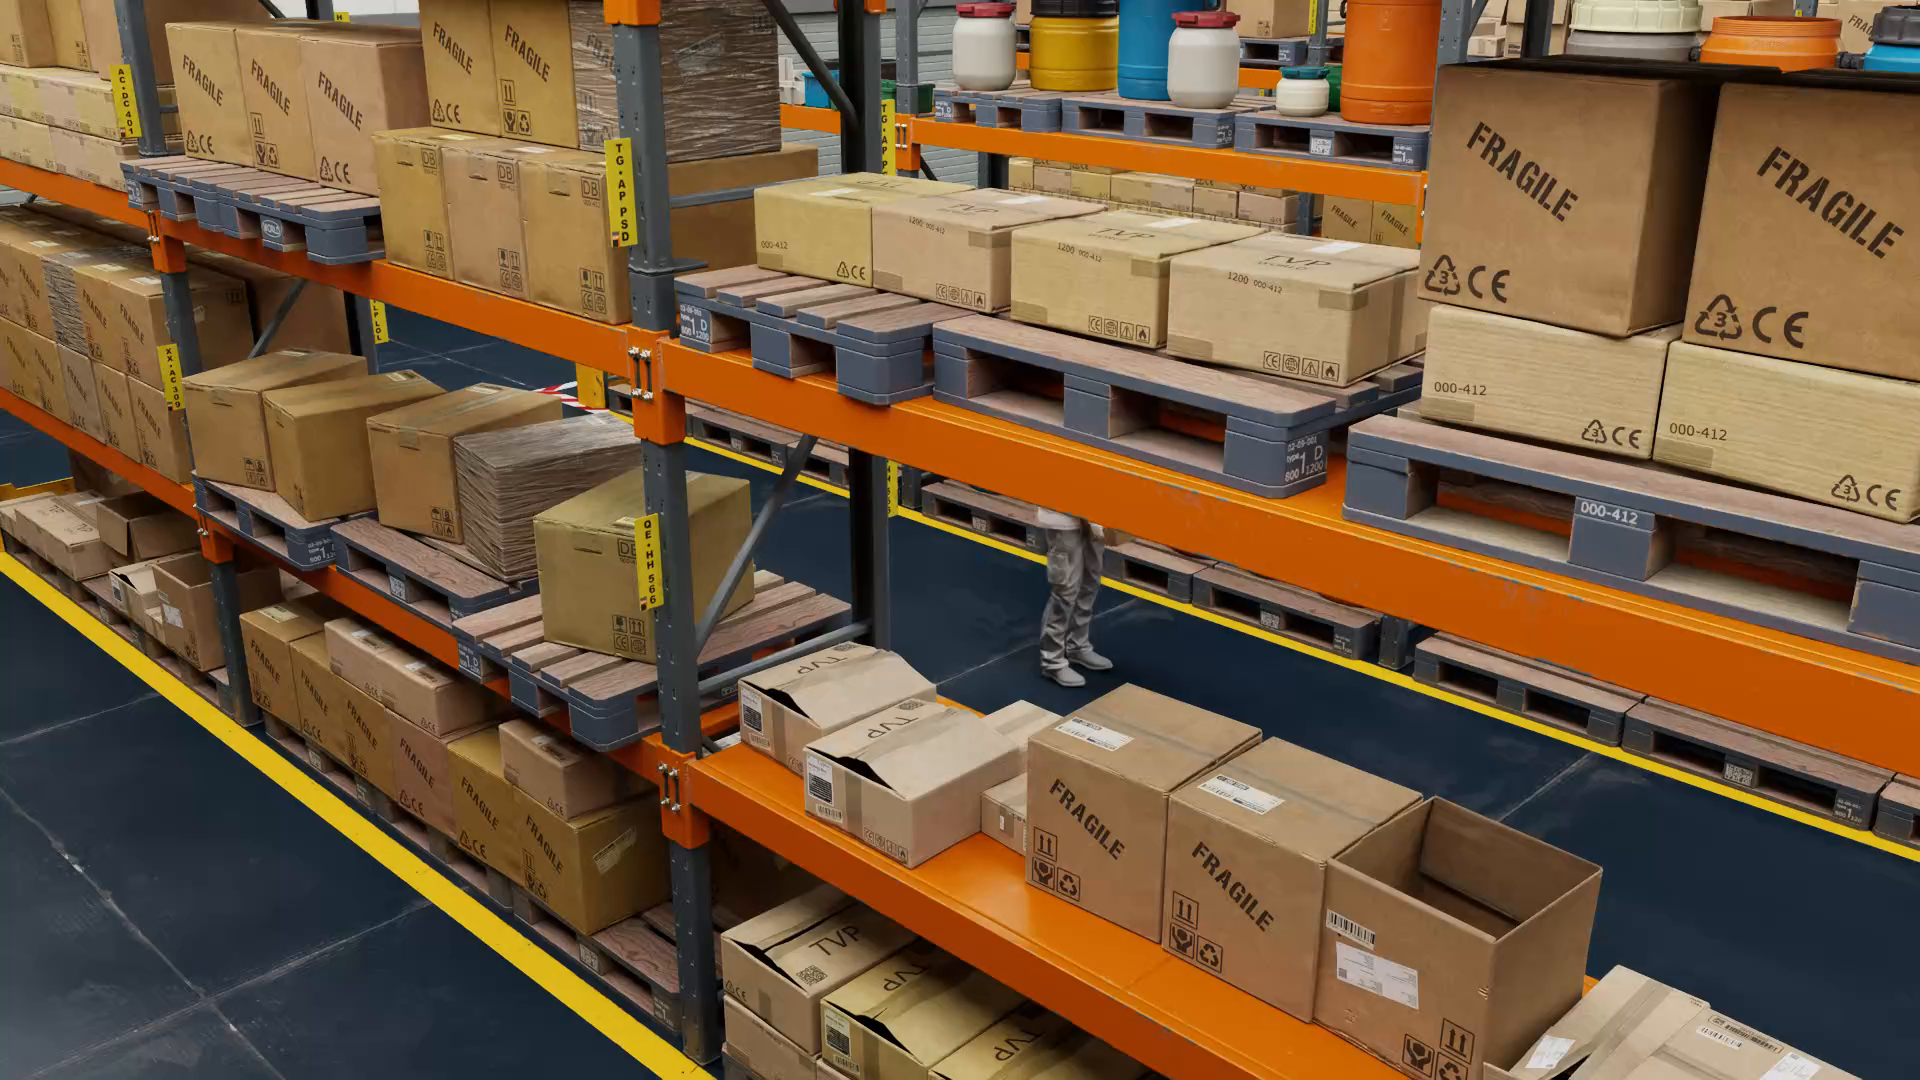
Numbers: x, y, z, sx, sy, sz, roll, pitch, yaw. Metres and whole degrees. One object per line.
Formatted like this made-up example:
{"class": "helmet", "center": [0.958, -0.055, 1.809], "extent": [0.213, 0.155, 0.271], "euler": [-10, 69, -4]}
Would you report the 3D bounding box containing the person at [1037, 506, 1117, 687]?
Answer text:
{"class": "person", "center": [0.710, -0.076, 9.249], "extent": [0.569, 1.787, 0.502], "euler": [14, 25, 34]}
